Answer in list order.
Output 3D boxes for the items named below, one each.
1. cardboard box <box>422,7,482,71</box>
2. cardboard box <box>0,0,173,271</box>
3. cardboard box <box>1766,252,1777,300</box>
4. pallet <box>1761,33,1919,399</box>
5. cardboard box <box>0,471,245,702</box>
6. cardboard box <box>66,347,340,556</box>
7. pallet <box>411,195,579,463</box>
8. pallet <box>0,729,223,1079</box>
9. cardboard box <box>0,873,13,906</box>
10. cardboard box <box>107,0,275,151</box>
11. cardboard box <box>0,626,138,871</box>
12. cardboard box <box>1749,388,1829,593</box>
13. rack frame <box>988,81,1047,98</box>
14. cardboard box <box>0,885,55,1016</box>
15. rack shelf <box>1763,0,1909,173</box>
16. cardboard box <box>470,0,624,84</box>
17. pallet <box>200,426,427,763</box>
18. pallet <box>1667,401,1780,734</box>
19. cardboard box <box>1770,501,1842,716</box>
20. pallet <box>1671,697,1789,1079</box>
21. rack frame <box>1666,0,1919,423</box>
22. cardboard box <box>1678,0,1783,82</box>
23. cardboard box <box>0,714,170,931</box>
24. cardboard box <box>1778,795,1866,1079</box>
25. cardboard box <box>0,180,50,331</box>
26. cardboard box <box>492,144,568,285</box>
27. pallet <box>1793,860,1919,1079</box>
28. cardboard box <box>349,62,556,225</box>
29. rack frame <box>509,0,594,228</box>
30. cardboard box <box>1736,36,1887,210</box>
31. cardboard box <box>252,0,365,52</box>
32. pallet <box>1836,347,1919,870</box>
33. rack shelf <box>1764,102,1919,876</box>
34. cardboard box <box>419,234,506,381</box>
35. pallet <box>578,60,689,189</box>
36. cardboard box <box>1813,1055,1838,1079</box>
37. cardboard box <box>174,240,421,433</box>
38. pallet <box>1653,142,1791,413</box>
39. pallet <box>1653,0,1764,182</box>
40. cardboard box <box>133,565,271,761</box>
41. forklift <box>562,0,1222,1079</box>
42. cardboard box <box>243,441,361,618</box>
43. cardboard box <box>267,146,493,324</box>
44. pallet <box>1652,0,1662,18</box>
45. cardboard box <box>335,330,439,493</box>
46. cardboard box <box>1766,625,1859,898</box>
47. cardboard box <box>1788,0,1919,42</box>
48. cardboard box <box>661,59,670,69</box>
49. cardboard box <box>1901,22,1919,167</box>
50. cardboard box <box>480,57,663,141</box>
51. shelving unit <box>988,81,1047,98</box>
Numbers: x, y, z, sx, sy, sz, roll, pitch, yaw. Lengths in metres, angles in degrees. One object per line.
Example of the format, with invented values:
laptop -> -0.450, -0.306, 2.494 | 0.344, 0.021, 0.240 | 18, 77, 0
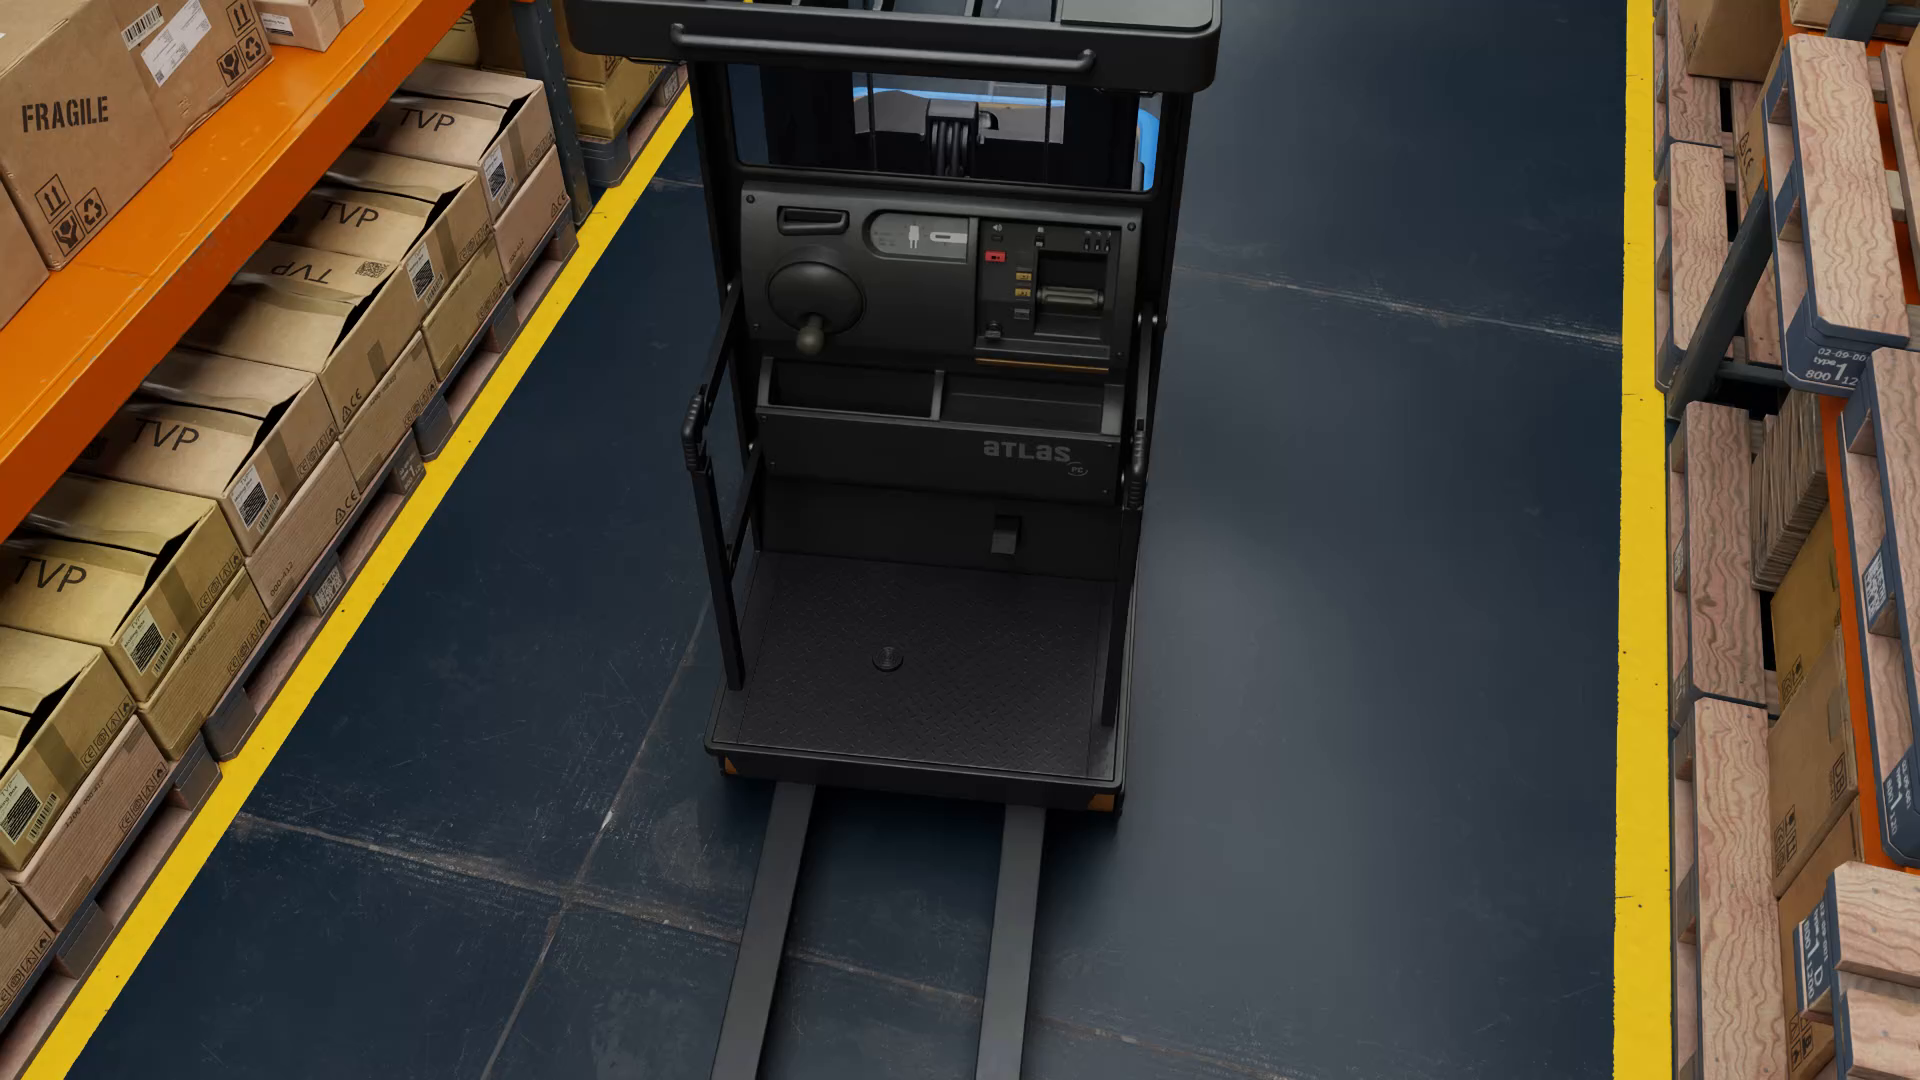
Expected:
cardboard box -> -1.991, -1.924, 6.501 | 0.500, 0.250, 0.500 | 12, 50, 10
cardboard box -> -2.390, -1.053, 4.112 | 0.500, 0.500, 0.500 | 12, 50, 10
cardboard box -> 2.990, -0.942, 5.677 | 0.380, 0.166, 0.250 | 6, 49, 5
pallet -> 2.537, -0.754, 4.042 | 1.003, 0.211, 1.213 | 12, 50, 10
cardboard box -> -2.267, 0.092, 4.348 | 0.500, 0.311, 0.500 | 10, 49, 9
cardboard box -> -2.132, -0.280, 4.676 | 0.500, 0.311, 0.500 | 11, 49, 10
pallet -> -2.058, -0.853, 5.862 | 1.003, 0.211, 1.213 | 12, 50, 10
pallet -> -2.700, 0.912, 4.304 | 1.003, 0.211, 1.213 | 12, 50, 10
cardboard box -> -2.533, 0.842, 3.686 | 0.500, 0.311, 0.500 | 13, 50, 11
cardboard box -> -2.258, -1.416, 4.432 | 0.500, 0.500, 0.500 | 15, 50, 13
cardboard box -> -2.403, 0.460, 4.023 | 0.500, 0.311, 0.500 | 10, 49, 9
cardboard box -> 2.701, -0.124, 4.732 | 0.700, 0.500, 0.500 | 13, 50, 11
rack frame -> 0.185, -1.412, 6.245 | 0.240, 0.006, 1.200 | 4, 49, 4
cardboard box -> -2.533, 1.027, 3.896 | 0.500, 0.250, 0.500 | 11, 50, 10
rack shelf -> 3.405, -2.550, 5.979 | 1.077, 0.370, 4.000 | 12, 50, 10
cardboard box -> -1.478, -2.067, 6.127 | 0.500, 0.500, 0.500 | 12, 50, 10
pallet -> -2.377, 0.033, 5.080 | 1.003, 0.211, 1.213 | 12, 50, 10
pallet -> 2.675, 0.145, 4.981 | 1.003, 0.211, 1.213 | 12, 50, 10
cardboard box -> 2.613, 0.260, 4.394 | 0.700, 0.500, 0.500 | 11, 49, 9
pallet -> 2.356, 1.030, 4.200 | 1.003, 0.211, 1.213 | 12, 50, 10
rack frame -> 2.878, -1.341, 4.433 | 1.000, 3.000, 0.127 | 12, 50, 10
cardboard box -> 3.271, -2.137, 6.509 | 0.700, 0.500, 0.500 | 9, 49, 8
cardboard box -> -2.402, 0.664, 4.217 | 0.500, 0.250, 0.500 | 10, 49, 9
cardboard box -> 2.316, 0.988, 3.751 | 0.700, 0.500, 0.500 | 11, 50, 10
cardboard box -> -2.529, -0.673, 3.776 | 0.500, 0.500, 0.500 | 9, 49, 8
cardboard box -> -1.731, -1.188, 5.852 | 0.500, 0.250, 0.500 | 11, 50, 10
pallet -> 1.910, 1.079, 2.425 | 1.213, 0.211, 1.003 | 12, 50, 10
cardboard box -> -1.732, -1.381, 5.648 | 0.500, 0.311, 0.500 | 12, 50, 10
rack frame -> -1.902, -2.316, 5.293 | 1.000, 3.000, 0.127 | 12, 50, 10
cardboard box -> 3.113, -1.418, 5.875 | 0.500, 0.500, 0.500 | 8, 49, 7
cardboard box -> -1.956, -1.599, 4.750 | 0.396, 0.266, 0.258 | 10, 49, 9
pallet -> 2.307, 0.176, 3.222 | 1.003, 0.211, 1.213 | 12, 50, 10
rack shelf -> 2.352, 0.344, 3.426 | 1.077, 0.370, 4.000 | 12, 50, 10
cardboard box -> -1.866, -0.822, 5.529 | 0.500, 0.250, 0.500 | 11, 49, 9
pallet -> -1.652, -1.960, 6.839 | 1.003, 0.211, 1.213 | 12, 50, 10
cardboard box -> 2.212, 1.353, 3.429 | 0.700, 0.500, 0.500 | 11, 50, 10
cardboard box -> -1.996, -0.643, 4.997 | 0.500, 0.311, 0.500 | 11, 50, 10
pallet -> 3.021, -0.911, 5.913 | 1.003, 0.211, 1.213 | 12, 50, 10
pallet -> 3.340, -1.796, 6.695 | 1.003, 0.211, 1.213 | 12, 50, 10
cardboard box -> -2.271, 0.286, 4.550 | 0.500, 0.250, 0.500 | 10, 49, 9
forklift -> -0.073, -0.505, 3.741 | 1.130, 2.935, 3.031 | 5, 49, 4
cardboard box -> -2.136, -0.084, 4.878 | 0.500, 0.250, 0.500 | 12, 50, 11
cardboard box -> -1.863, -1.004, 5.315 | 0.500, 0.311, 0.500 | 13, 50, 11
pallet -> 3.663, -2.676, 7.471 | 1.003, 0.211, 1.213 | 12, 50, 10
cardboard box -> -2.000, -0.452, 5.202 | 0.500, 0.250, 0.500 | 13, 50, 11
cardboard box -> 2.440, 0.621, 4.075 | 0.700, 0.500, 0.500 | 12, 50, 10
cardboard box -> 2.710, -1.700, 4.837 | 0.500, 0.250, 0.500 | 12, 50, 10
cardboard box -> -1.351, -2.181, 6.728 | 0.500, 0.250, 0.500 | 12, 50, 10
cardboard box -> 2.711, -1.158, 3.912 | 0.700, 0.500, 0.500 | 12, 50, 10
cardboard box -> -1.487, -1.821, 6.410 | 0.500, 0.250, 0.500 | 12, 50, 10
shelving unit -> 0.185, -1.352, 6.314 | 0.258, 0.189, 1.200 | 4, 49, 4
